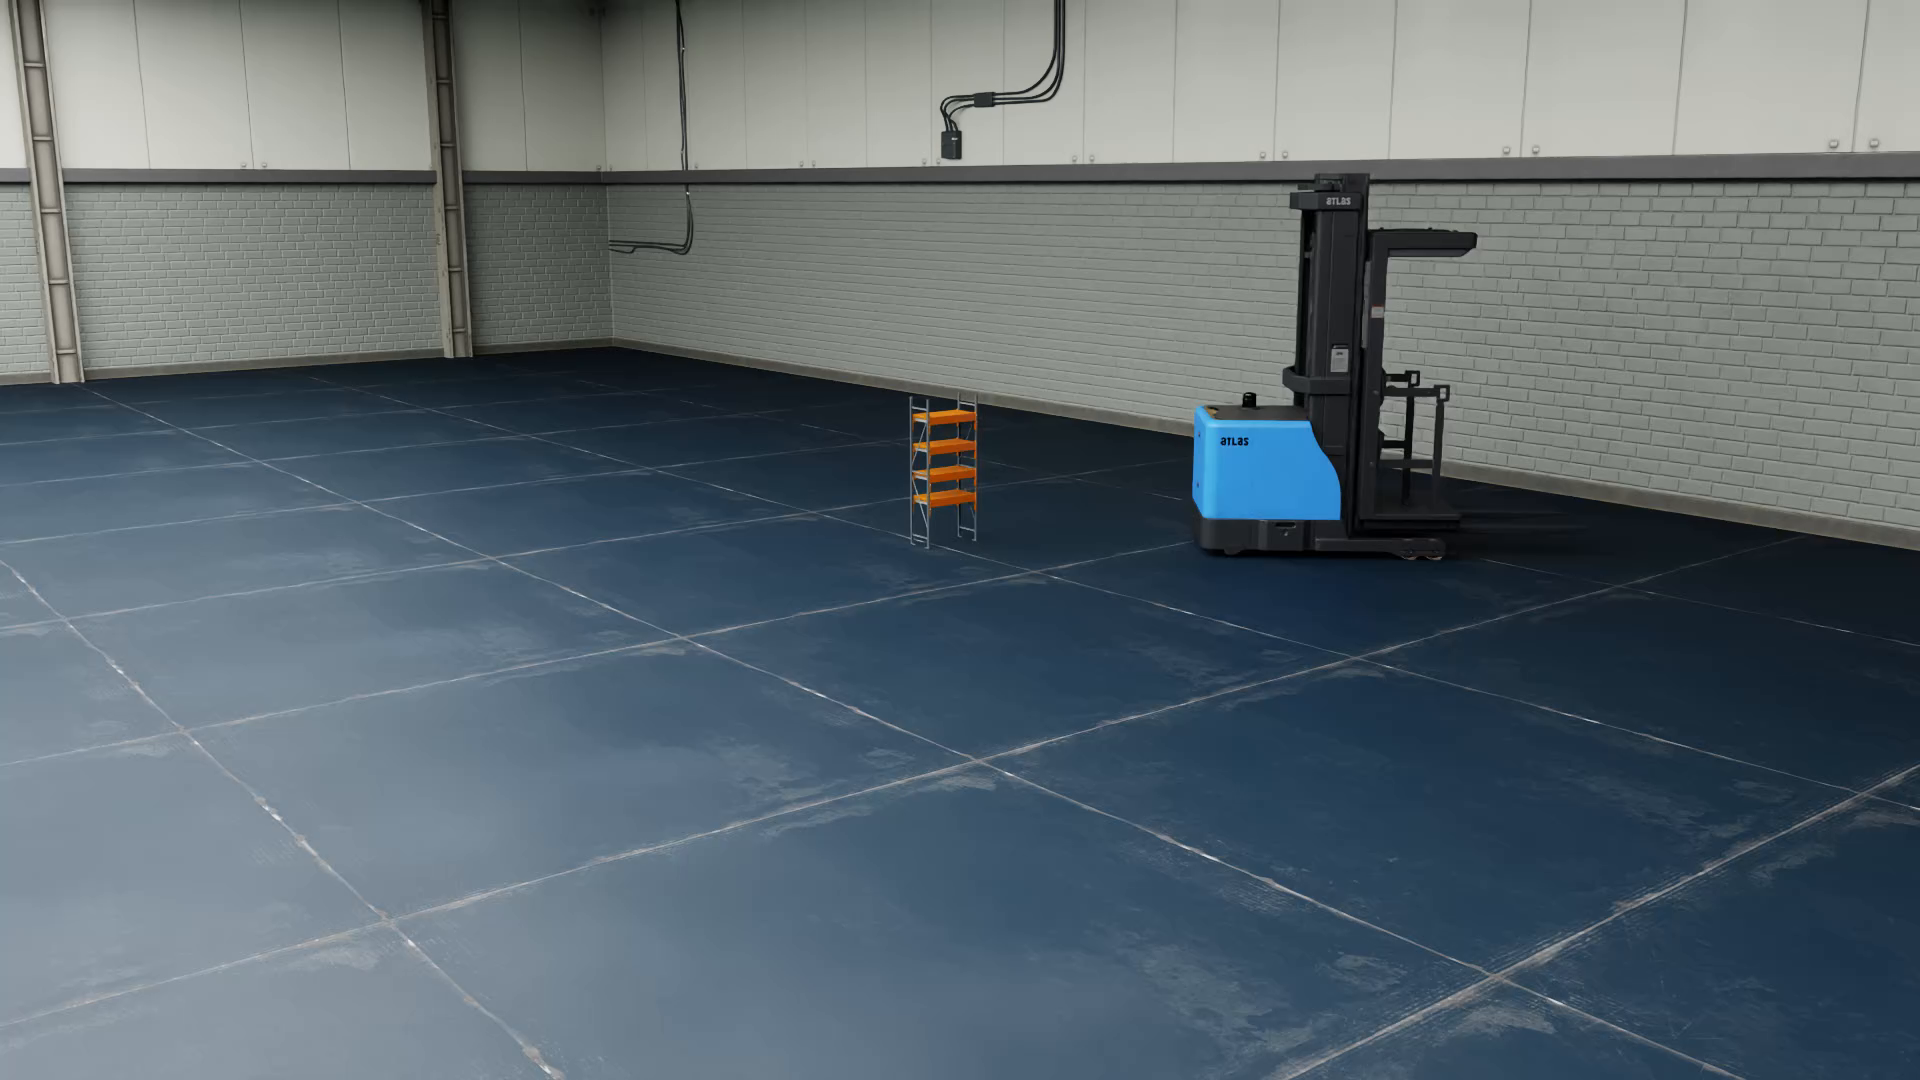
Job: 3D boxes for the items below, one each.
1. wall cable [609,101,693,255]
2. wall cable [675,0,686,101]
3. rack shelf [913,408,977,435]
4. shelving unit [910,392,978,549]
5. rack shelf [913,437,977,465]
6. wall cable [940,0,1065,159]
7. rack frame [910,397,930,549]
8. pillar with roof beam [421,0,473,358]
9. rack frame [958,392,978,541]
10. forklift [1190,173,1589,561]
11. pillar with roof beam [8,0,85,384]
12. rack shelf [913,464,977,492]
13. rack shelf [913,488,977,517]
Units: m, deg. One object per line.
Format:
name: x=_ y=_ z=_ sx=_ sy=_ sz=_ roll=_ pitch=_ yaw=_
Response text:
wall cable: x=-5.420 y=-6.174 z=28.515 sx=0.112 sy=2.526 sz=3.097 roll=-9 pitch=15 yaw=-38
wall cable: x=-3.730 y=-8.206 z=25.924 sx=0.112 sy=2.526 sz=3.097 roll=-9 pitch=15 yaw=-38
rack shelf: x=-0.129 y=-0.950 z=13.321 sx=0.480 sy=0.148 sz=0.258 roll=-9 pitch=15 yaw=-38
shelving unit: x=-0.129 y=-0.565 z=13.403 sx=0.503 sy=1.200 sz=0.258 roll=-9 pitch=15 yaw=-38
rack shelf: x=-0.129 y=-0.718 z=13.371 sx=0.480 sy=0.148 sz=0.258 roll=-9 pitch=15 yaw=-38
wall cable: x=0.498 y=-7.814 z=20.578 sx=0.169 sy=6.003 sz=2.305 roll=-9 pitch=15 yaw=-38
rack frame: x=-0.320 y=-0.534 z=13.254 sx=0.015 sy=1.200 sz=0.240 roll=-9 pitch=15 yaw=-38
pillar with roof beam: x=-5.857 y=-6.827 z=24.114 sx=0.400 sy=9.000 sz=9.100 roll=-9 pitch=15 yaw=-38
rack frame: x=0.061 y=-0.597 z=13.552 sx=0.015 sy=1.200 sz=0.240 roll=-9 pitch=15 yaw=-38
forklift: x=3.415 y=-1.387 z=13.103 sx=3.031 sy=2.935 sz=1.130 roll=1 pitch=12 yaw=2
pillar with roof beam: x=-10.542 y=-6.048 z=20.447 sx=0.400 sy=9.000 sz=9.100 roll=-9 pitch=15 yaw=-38
rack shelf: x=-0.129 y=-0.500 z=13.417 sx=0.480 sy=0.148 sz=0.258 roll=-9 pitch=15 yaw=-38
rack shelf: x=-0.129 y=-0.305 z=13.458 sx=0.480 sy=0.148 sz=0.258 roll=-9 pitch=15 yaw=-38
